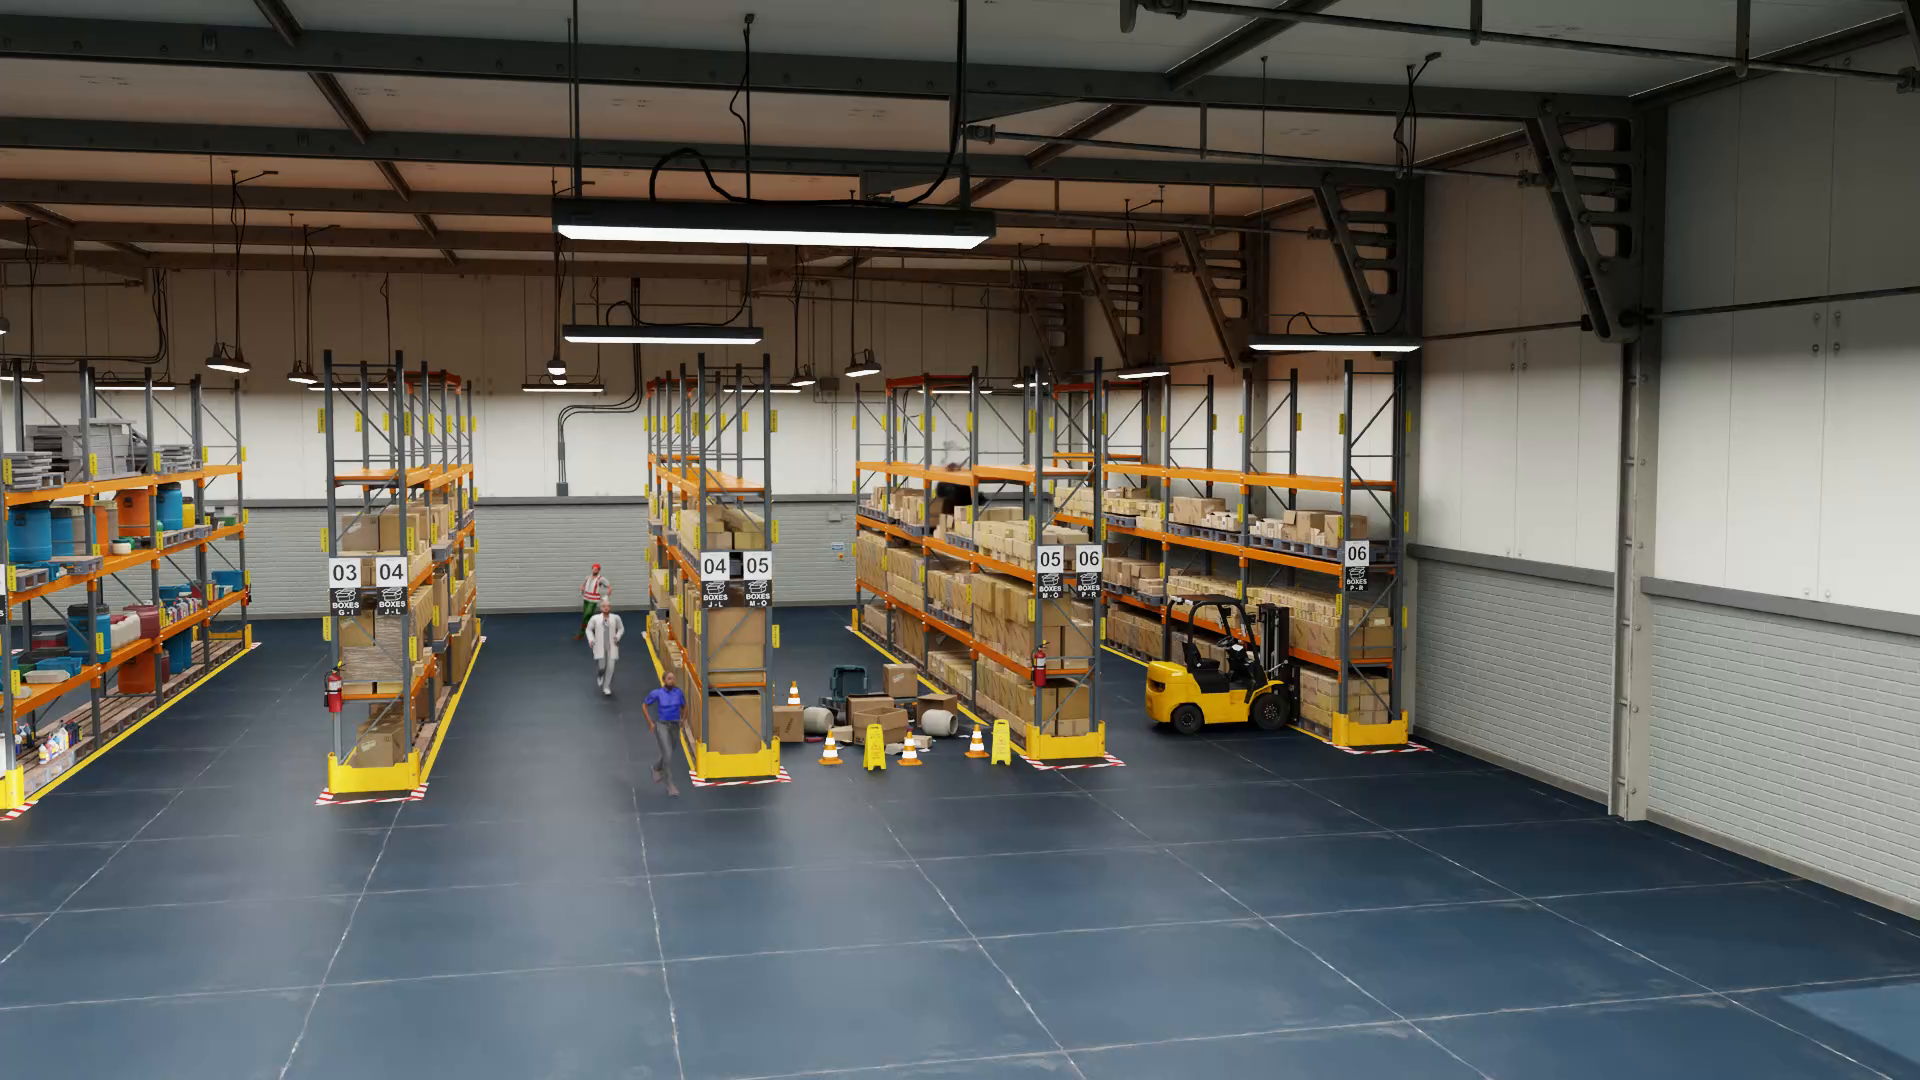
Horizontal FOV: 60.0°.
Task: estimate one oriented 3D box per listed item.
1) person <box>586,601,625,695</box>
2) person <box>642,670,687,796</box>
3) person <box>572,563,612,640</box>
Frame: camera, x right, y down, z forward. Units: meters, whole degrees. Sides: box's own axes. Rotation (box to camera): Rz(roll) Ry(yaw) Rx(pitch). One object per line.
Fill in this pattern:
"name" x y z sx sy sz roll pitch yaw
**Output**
"person" -6.580 2.034 30.907 0.710 1.651 0.637 -1 4 -18
"person" -4.017 2.610 22.748 0.598 1.677 0.881 -3 5 -39
"person" -8.568 1.414 38.525 0.717 1.732 0.963 2 5 30
